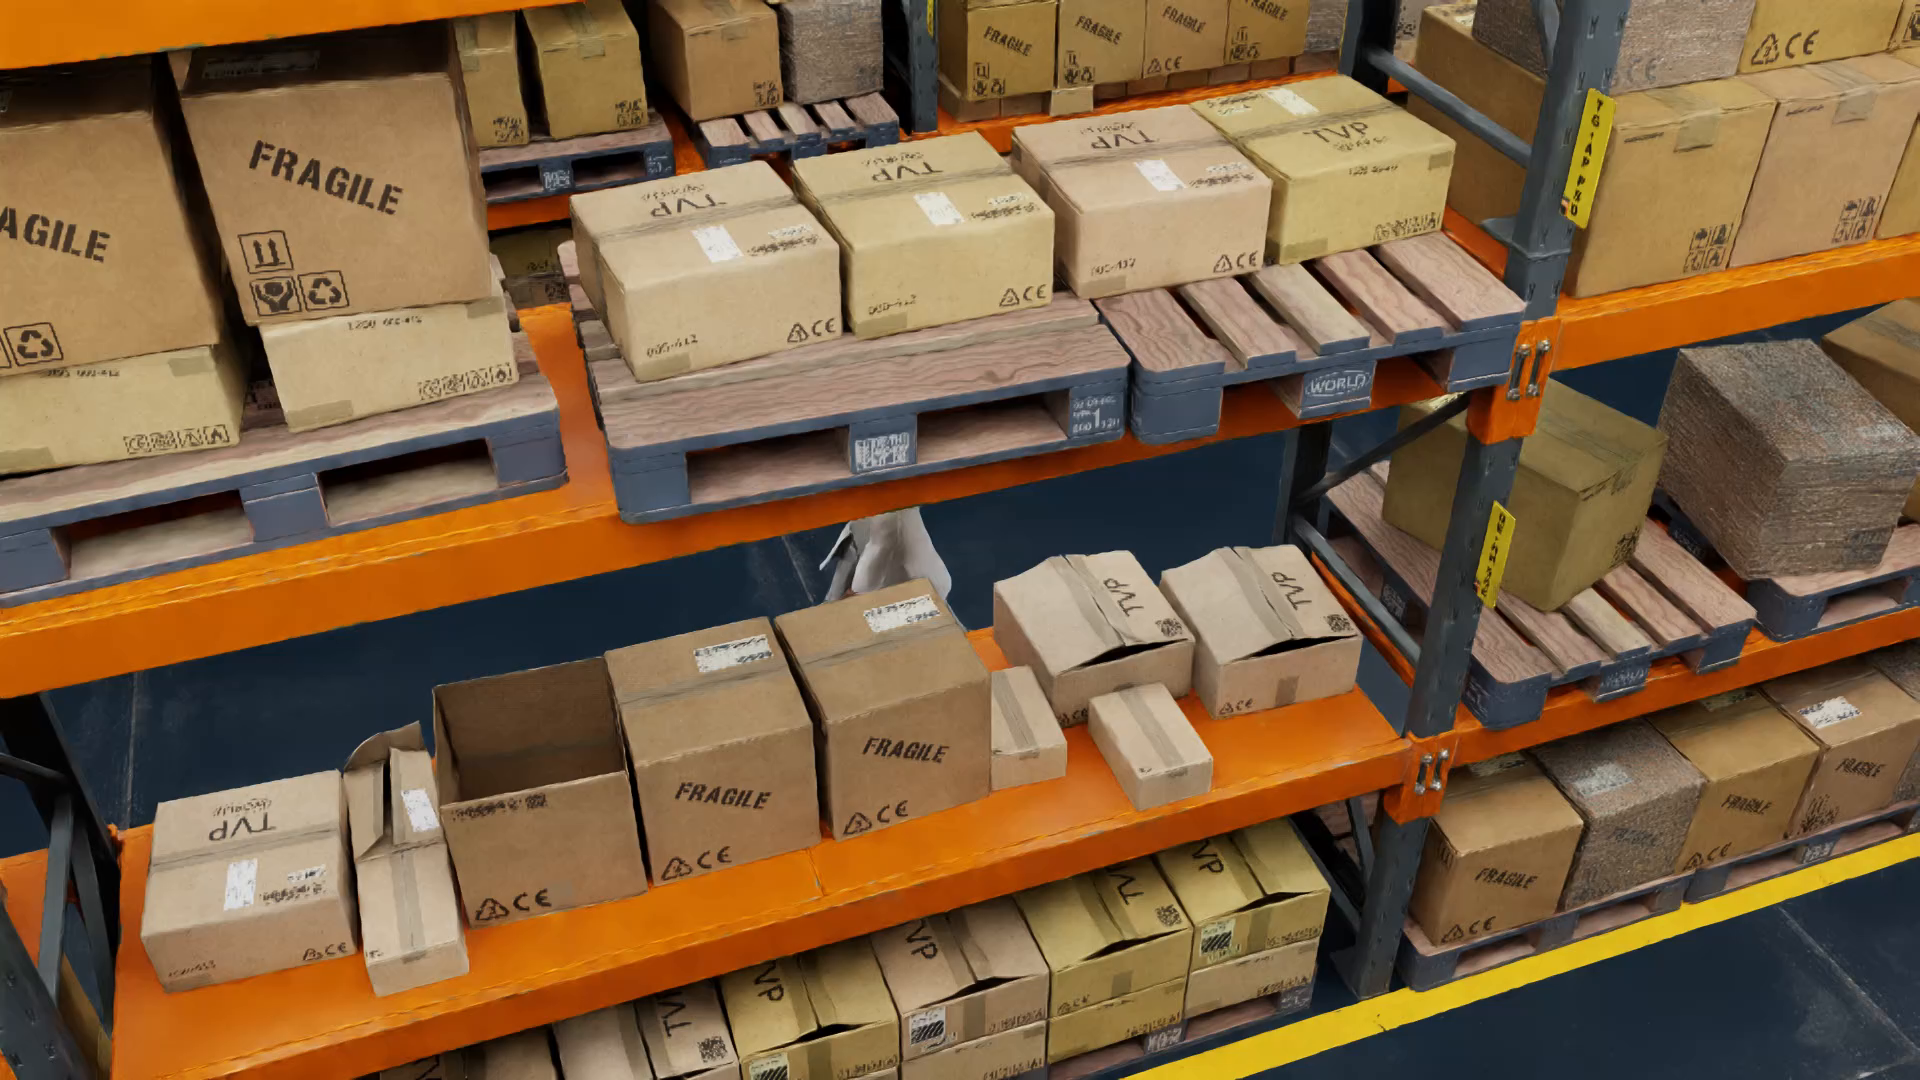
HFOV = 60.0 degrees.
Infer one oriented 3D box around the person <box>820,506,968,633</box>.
[{"bbox_3d":[-0.360,0.045,6.740,1.053,1.720,0.622,-11,39,-14],"label":"person"}]
